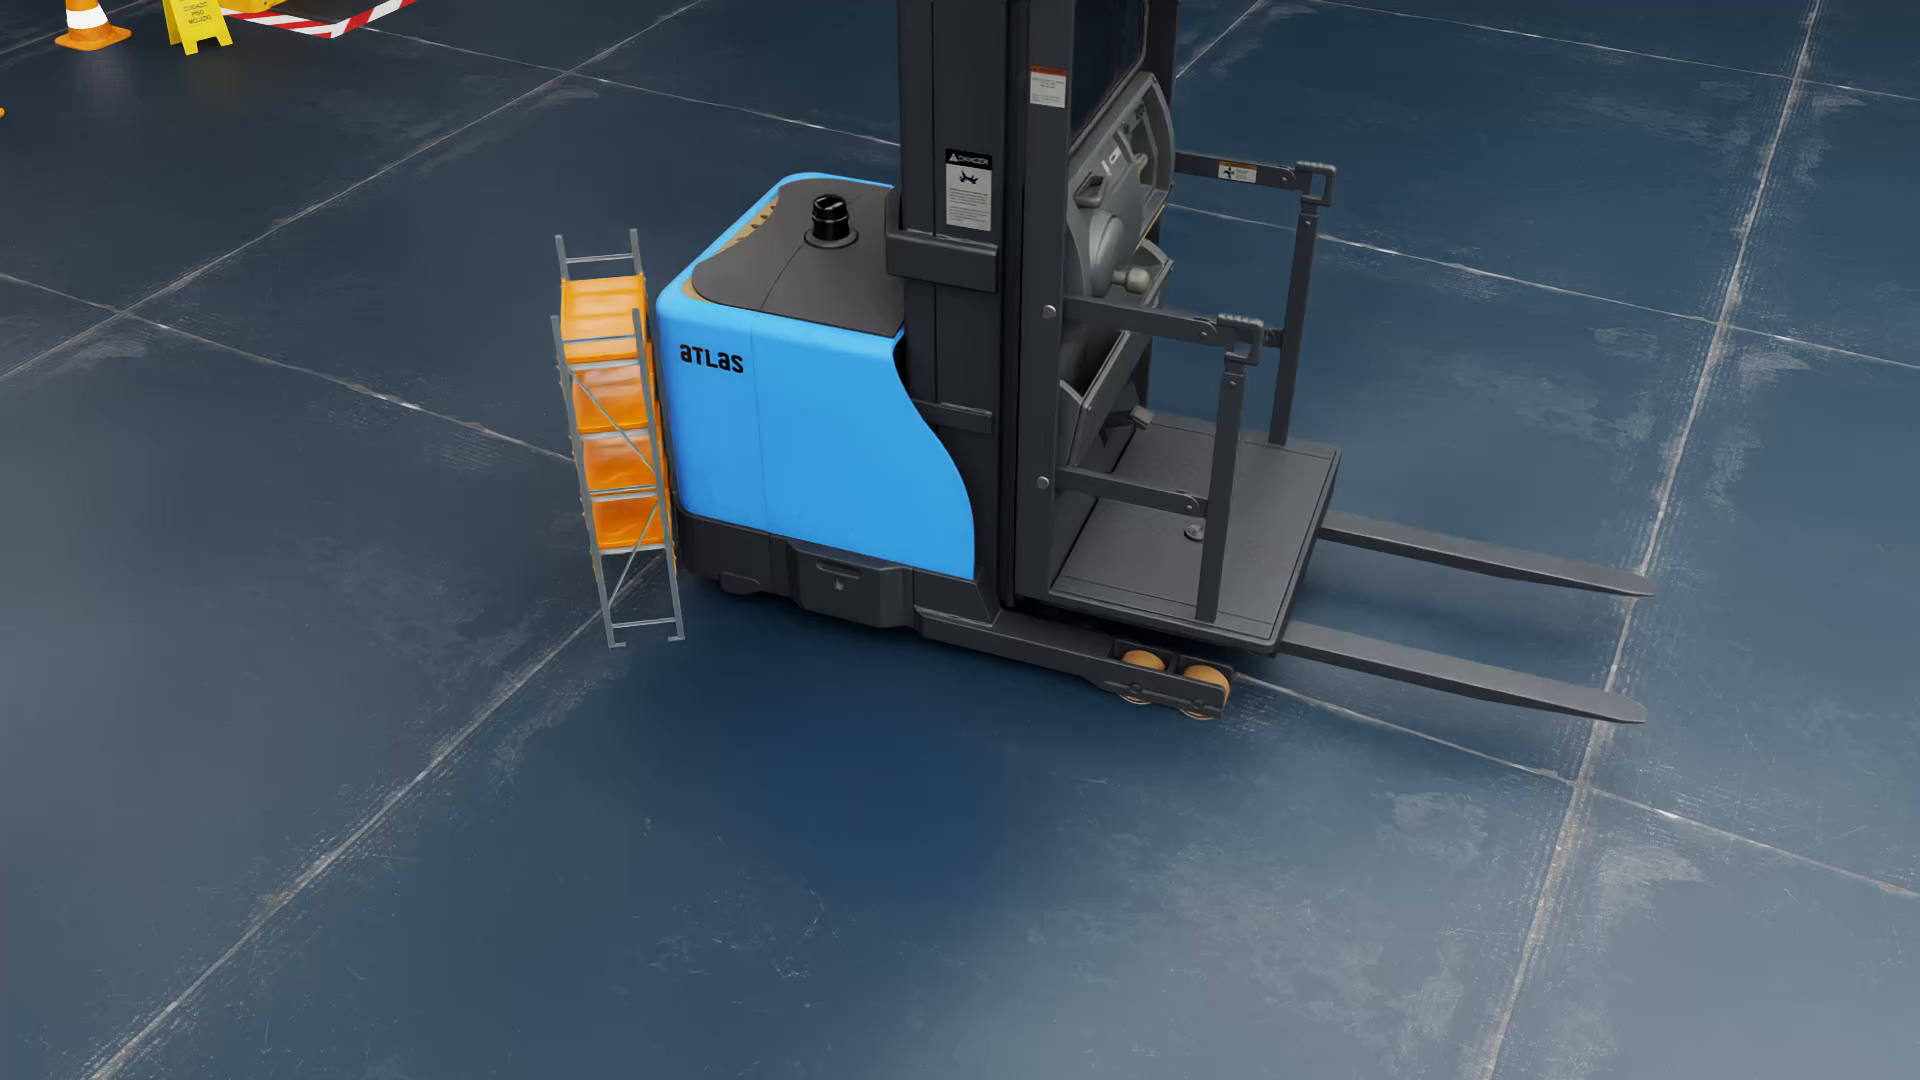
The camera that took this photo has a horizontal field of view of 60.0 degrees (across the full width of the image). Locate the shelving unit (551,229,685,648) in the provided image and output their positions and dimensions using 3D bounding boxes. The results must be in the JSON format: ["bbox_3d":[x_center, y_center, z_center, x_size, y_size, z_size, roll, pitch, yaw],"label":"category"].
[{"bbox_3d":[-1.045,-0.295,5.145,0.258,1.200,0.503,-6,38,-7],"label":"shelving unit"}]

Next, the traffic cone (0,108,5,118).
[{"bbox_3d":[-5.179,-2.371,8.491,0.334,0.463,0.336,17,41,21],"label":"traffic cone"}]

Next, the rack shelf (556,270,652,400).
[{"bbox_3d":[-1.047,-0.607,4.907,0.258,0.148,0.480,-6,38,-7],"label":"rack shelf"}]

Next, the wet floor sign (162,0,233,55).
[{"bbox_3d":[-4.318,-3.080,9.274,0.267,0.644,0.232,-29,46,-33],"label":"wet floor sign"}]

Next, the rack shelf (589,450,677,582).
[{"bbox_3d":[-1.043,-0.083,5.305,0.258,0.148,0.480,-6,38,-7],"label":"rack shelf"}]

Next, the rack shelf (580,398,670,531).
[{"bbox_3d":[-1.044,-0.241,5.185,0.258,0.148,0.480,-6,38,-7],"label":"rack shelf"}]

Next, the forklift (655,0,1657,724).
[{"bbox_3d":[0.644,-0.988,4.627,3.031,2.935,1.130,13,39,16],"label":"forklift"}]

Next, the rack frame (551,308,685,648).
[{"bbox_3d":[-1.004,-0.149,4.953,0.240,1.200,0.015,-6,38,-7],"label":"rack frame"}]

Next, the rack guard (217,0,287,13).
[{"bbox_3d":[-4.062,-3.671,10.172,0.348,0.500,1.175,17,41,21],"label":"rack guard"}]

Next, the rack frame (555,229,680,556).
[{"bbox_3d":[-1.085,-0.440,5.336,0.240,1.200,0.015,-6,38,-7],"label":"rack frame"}]

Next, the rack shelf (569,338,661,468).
[{"bbox_3d":[-1.046,-0.419,5.050,0.258,0.148,0.480,-6,38,-7],"label":"rack shelf"}]

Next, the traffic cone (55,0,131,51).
[{"bbox_3d":[-4.970,-3.062,9.401,0.334,0.463,0.336,17,41,21],"label":"traffic cone"}]
